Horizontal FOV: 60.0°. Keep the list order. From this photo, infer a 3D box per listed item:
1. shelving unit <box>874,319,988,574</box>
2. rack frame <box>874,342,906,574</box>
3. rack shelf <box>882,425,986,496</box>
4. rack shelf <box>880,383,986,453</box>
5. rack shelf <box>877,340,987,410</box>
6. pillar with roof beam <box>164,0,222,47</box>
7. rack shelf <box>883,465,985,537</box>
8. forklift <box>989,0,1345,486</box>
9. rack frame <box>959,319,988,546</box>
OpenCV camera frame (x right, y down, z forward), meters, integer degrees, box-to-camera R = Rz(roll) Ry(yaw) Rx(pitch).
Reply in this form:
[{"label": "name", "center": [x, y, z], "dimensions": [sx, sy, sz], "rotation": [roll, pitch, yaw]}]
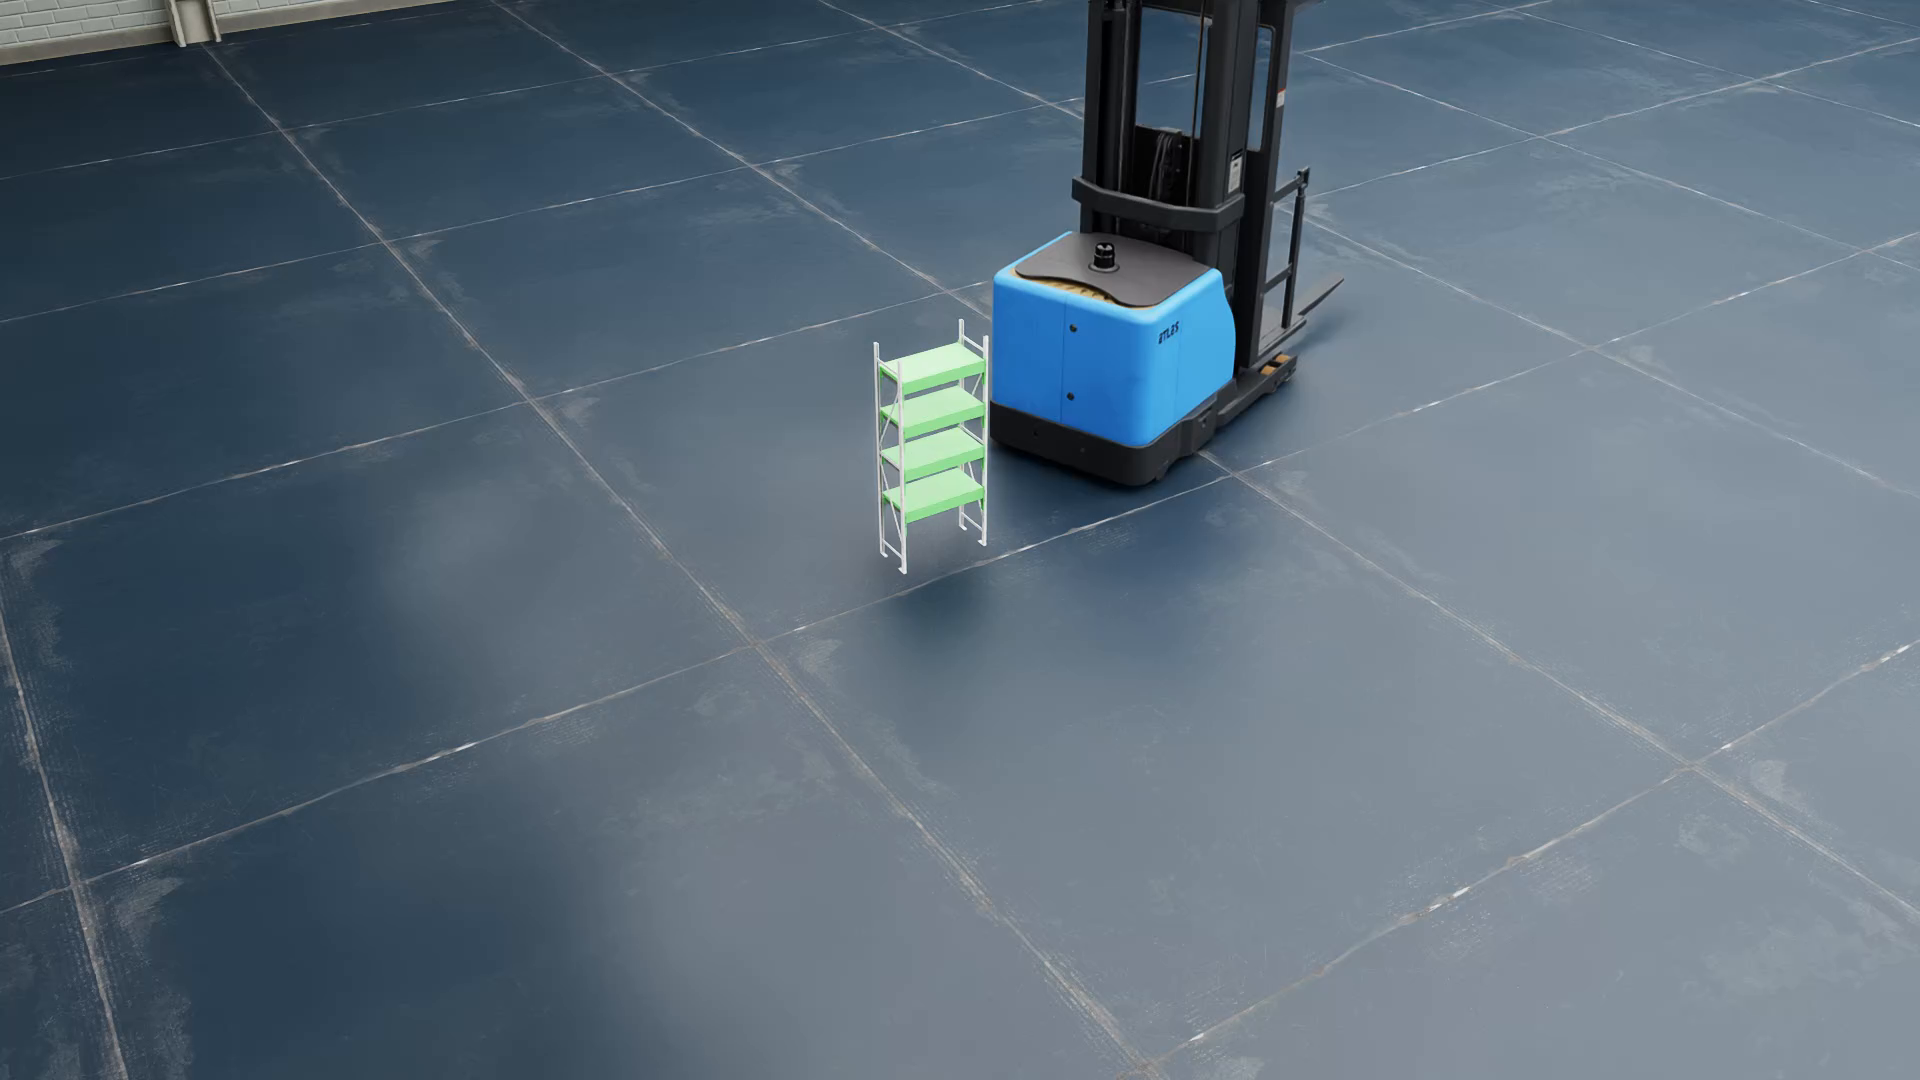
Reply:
[{"label": "shelving unit", "center": [-0.139, -0.460, 8.354], "dimensions": [0.503, 1.200, 0.258], "rotation": [-19, 37, -27]}, {"label": "rack frame", "center": [-0.344, -0.389, 8.242], "dimensions": [0.015, 1.200, 0.240], "rotation": [-19, 37, -27]}, {"label": "rack shelf", "center": [-0.139, -0.406, 8.388], "dimensions": [0.480, 0.148, 0.258], "rotation": [-19, 37, -27]}, {"label": "rack shelf", "center": [-0.139, -0.609, 8.260], "dimensions": [0.480, 0.148, 0.258], "rotation": [-19, 37, -27]}, {"label": "rack shelf", "center": [-0.139, -0.812, 8.132], "dimensions": [0.480, 0.148, 0.258], "rotation": [-19, 37, -27]}, {"label": "pillar with roof beam", "center": [-5.327, -6.896, 11.247], "dimensions": [0.400, 9.000, 9.100], "rotation": [-19, 37, -27]}, {"label": "rack shelf", "center": [-0.139, -0.203, 8.516], "dimensions": [0.480, 0.148, 0.258], "rotation": [-19, 37, -27]}, {"label": "forklift", "center": [1.430, -2.272, 9.604], "dimensions": [1.130, 2.935, 3.031], "rotation": [21, 38, 29]}, {"label": "rack frame", "center": [0.066, -0.530, 8.466], "dimensions": [0.015, 1.200, 0.240], "rotation": [-19, 37, -27]}]
